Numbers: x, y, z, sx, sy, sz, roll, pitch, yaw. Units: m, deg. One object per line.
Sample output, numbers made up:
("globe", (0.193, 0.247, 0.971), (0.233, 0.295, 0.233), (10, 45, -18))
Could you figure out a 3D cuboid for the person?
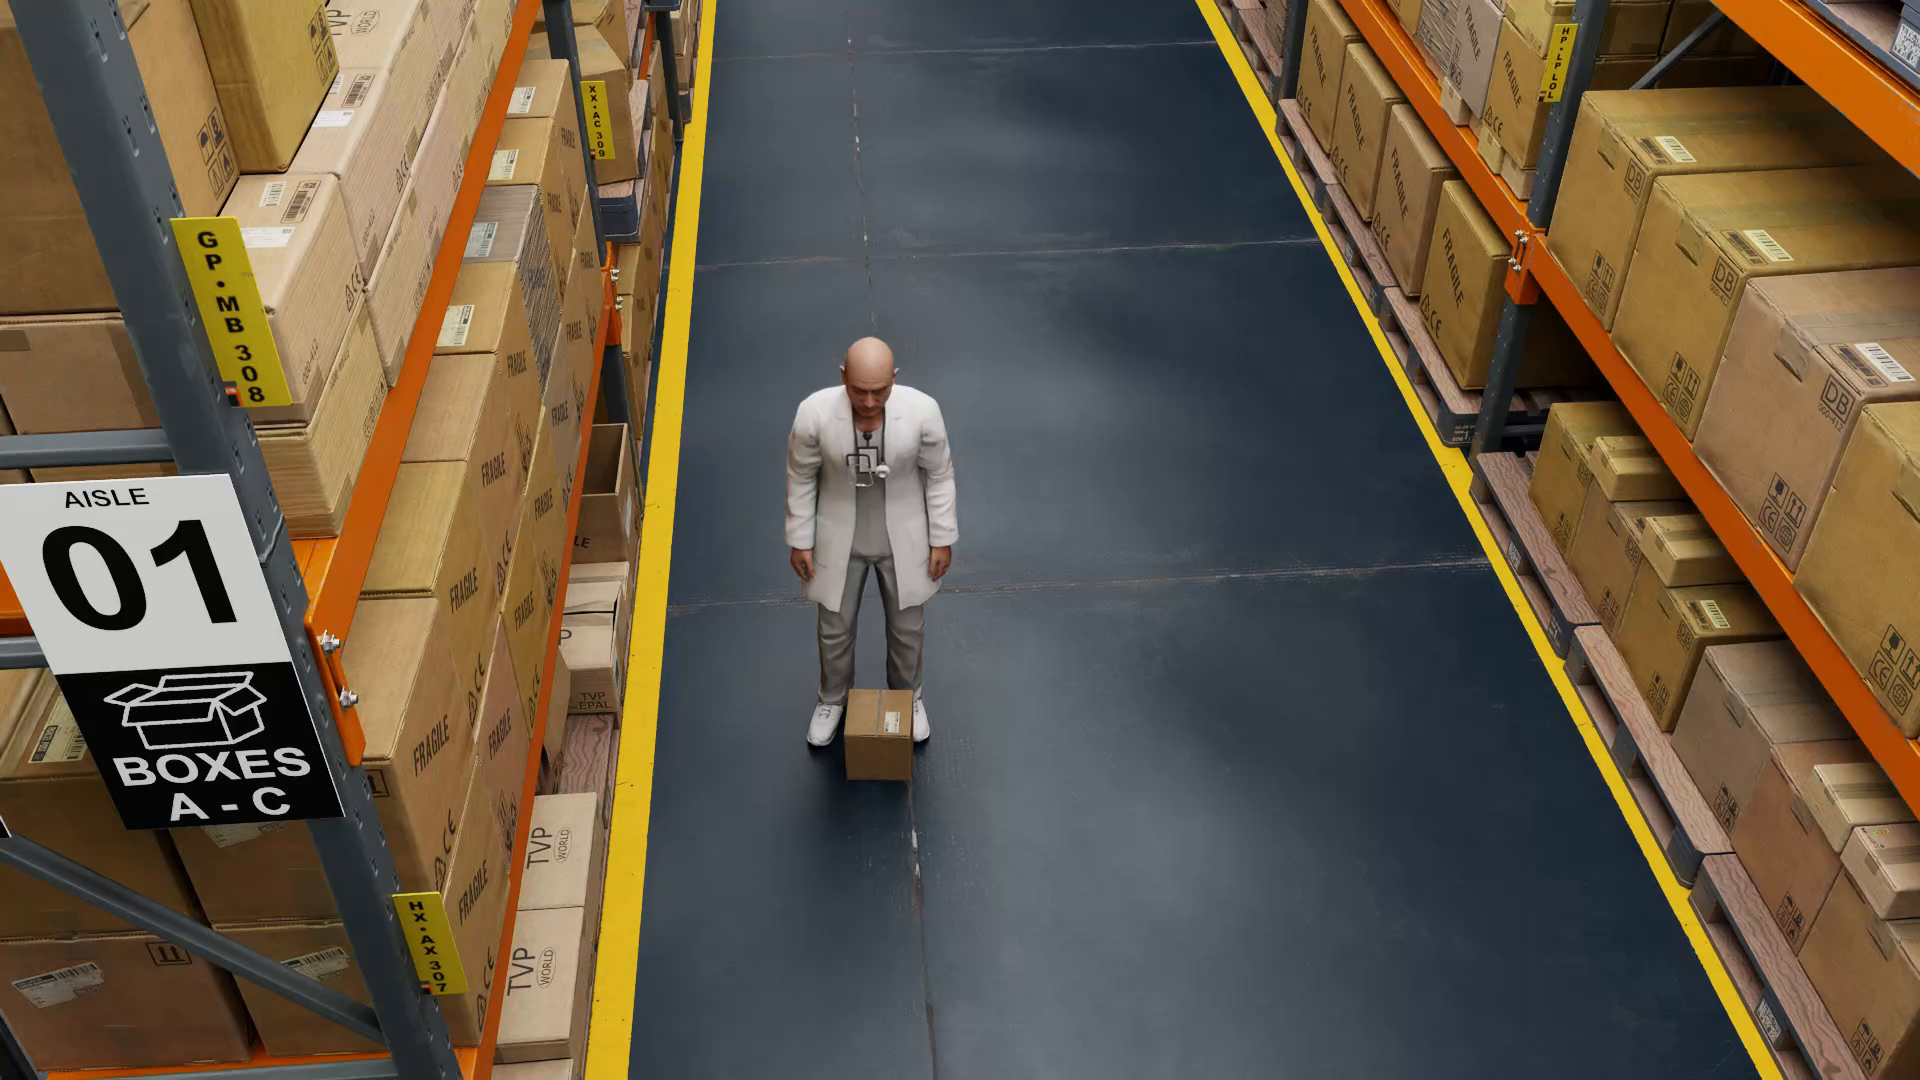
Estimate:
("person", (-0.327, 0.005, 6.160), (0.644, 1.774, 0.424), (-1, 39, -1))
